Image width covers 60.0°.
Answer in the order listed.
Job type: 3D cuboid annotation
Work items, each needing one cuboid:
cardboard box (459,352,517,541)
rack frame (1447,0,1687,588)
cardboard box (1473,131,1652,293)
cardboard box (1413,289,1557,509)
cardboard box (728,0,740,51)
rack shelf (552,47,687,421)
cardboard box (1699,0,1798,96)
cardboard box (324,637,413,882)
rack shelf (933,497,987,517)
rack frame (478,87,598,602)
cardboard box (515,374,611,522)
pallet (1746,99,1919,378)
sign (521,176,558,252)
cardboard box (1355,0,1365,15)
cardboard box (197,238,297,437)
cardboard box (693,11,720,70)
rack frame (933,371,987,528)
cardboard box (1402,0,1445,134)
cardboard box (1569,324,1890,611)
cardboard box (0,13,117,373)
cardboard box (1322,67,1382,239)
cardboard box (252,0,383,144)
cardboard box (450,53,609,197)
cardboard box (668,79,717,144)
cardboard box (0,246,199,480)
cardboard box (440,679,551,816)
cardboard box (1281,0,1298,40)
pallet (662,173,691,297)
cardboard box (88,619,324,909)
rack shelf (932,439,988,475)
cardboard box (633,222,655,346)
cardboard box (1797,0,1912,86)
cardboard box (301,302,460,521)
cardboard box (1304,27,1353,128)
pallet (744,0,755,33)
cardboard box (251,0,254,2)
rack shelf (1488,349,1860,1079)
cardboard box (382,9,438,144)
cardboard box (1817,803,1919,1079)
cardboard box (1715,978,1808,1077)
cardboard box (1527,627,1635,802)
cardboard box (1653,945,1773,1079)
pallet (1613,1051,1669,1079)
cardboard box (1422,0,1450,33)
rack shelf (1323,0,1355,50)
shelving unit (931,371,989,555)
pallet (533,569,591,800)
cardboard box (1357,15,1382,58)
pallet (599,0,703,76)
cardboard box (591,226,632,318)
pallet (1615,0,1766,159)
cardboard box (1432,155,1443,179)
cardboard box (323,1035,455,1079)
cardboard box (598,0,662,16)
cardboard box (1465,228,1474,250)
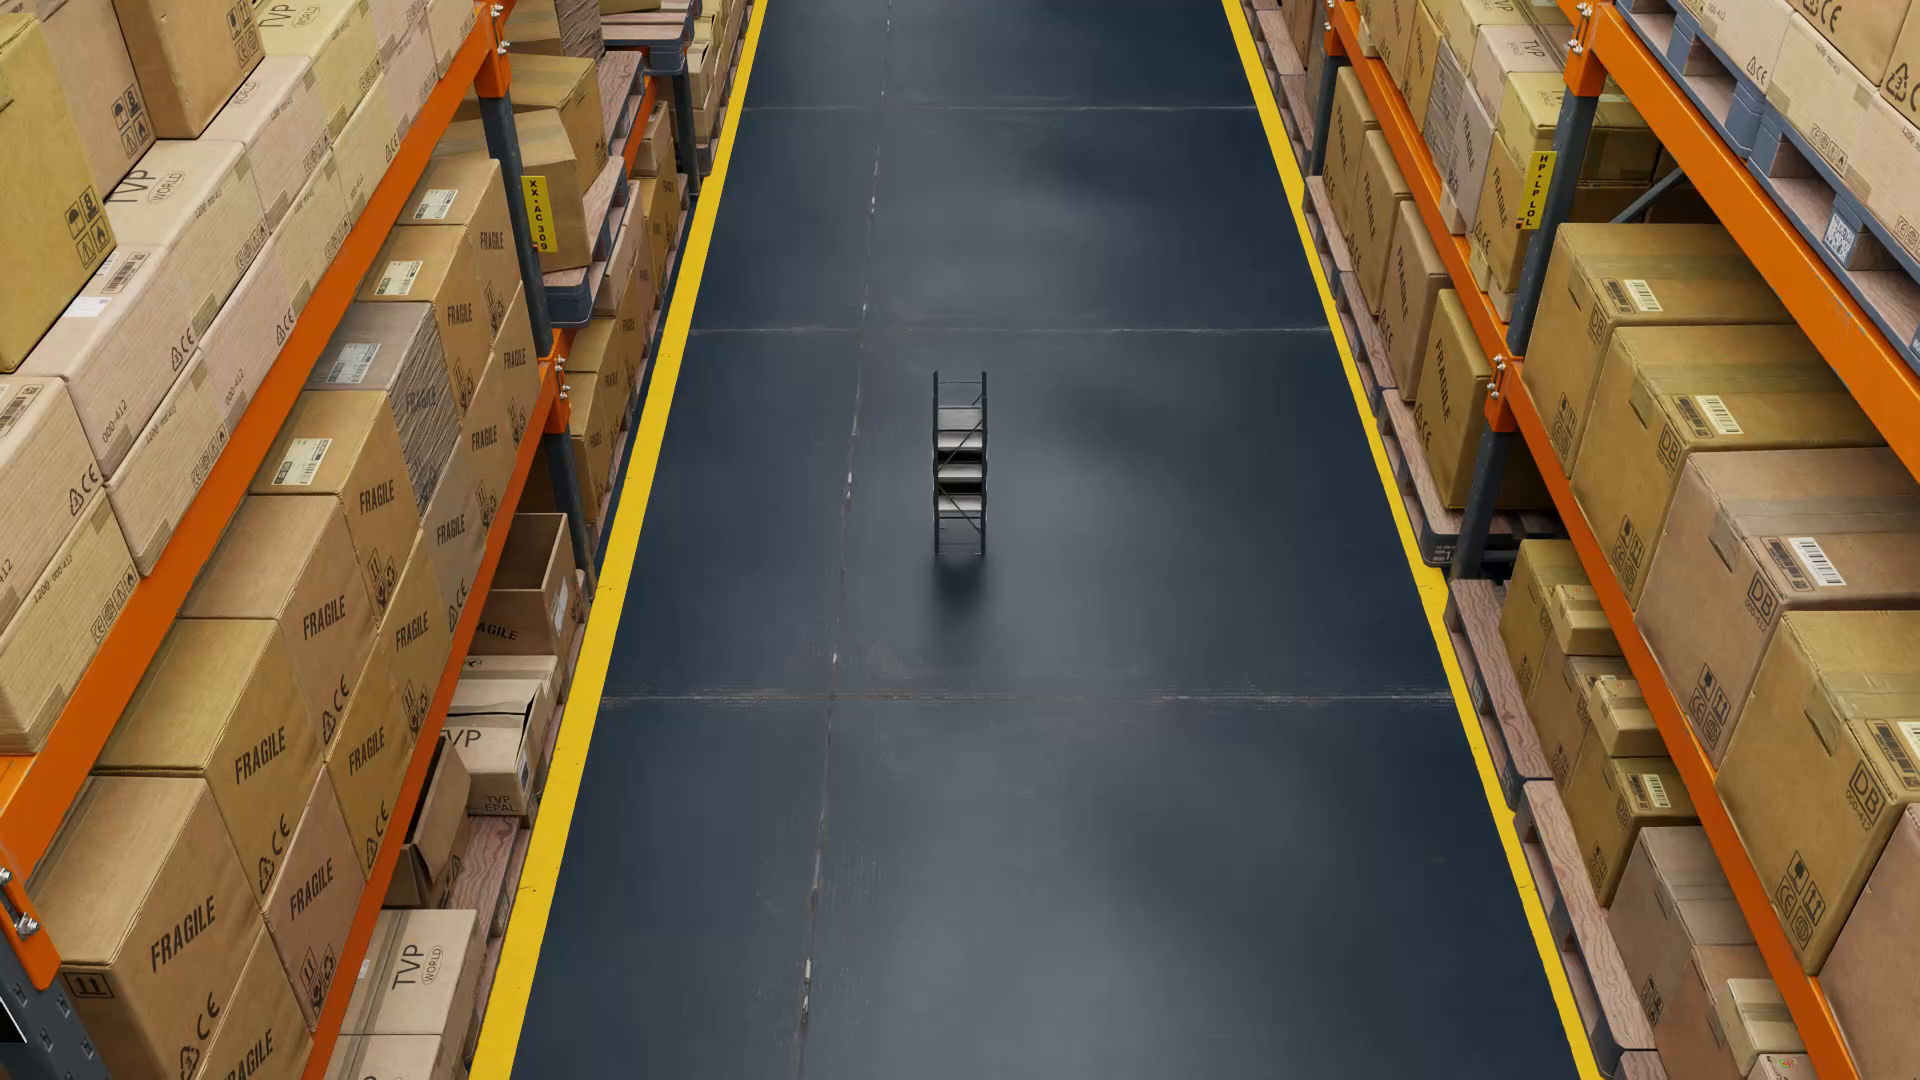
[{"bbox_3d":[-1.927,-0.331,5.930,0.500,0.500,0.500,1,39,1],"label":"cardboard box"},{"bbox_3d":[2.767,-0.933,6.761,1.000,3.000,0.127,0,39,0],"label":"rack frame"},{"bbox_3d":[2.515,-1.384,6.990,0.500,0.500,0.500,-1,39,-1],"label":"cardboard box"},{"bbox_3d":[2.637,-0.664,7.809,0.750,0.750,0.750,0,39,0],"label":"cardboard box"},{"bbox_3d":[-1.906,-3.807,12.210,0.500,0.250,0.500,1,39,1],"label":"cardboard box"},{"bbox_3d":[-2.189,-1.897,8.539,1.077,0.370,4.000,0,39,0],"label":"rack shelf"},{"bbox_3d":[2.491,-1.496,4.770,0.500,0.250,0.500,-1,39,-1],"label":"cardboard box"},{"bbox_3d":[-1.922,0.622,4.741,0.500,0.500,0.500,0,39,0],"label":"cardboard box"},{"bbox_3d":[0.000,-0.180,7.841,0.258,0.077,0.200,0,39,0],"label":"rack shelf"},{"bbox_3d":[-2.186,-0.927,6.753,1.000,3.000,0.127,0,39,0],"label":"rack frame"},{"bbox_3d":[-1.943,-0.426,7.775,0.500,0.500,0.500,-2,39,-2],"label":"cardboard box"},{"bbox_3d":[2.756,-0.796,4.262,1.003,0.211,1.213,0,39,0],"label":"pallet"},{"bbox_3d":[-1.644,-1.270,6.489,0.100,0.325,0.005,0,39,0],"label":"sign"},{"bbox_3d":[2.507,-3.293,9.372,0.500,0.500,0.500,1,39,1],"label":"cardboard box"},{"bbox_3d":[-1.918,-0.484,3.922,0.500,0.250,0.500,0,39,0],"label":"cardboard box"},{"bbox_3d":[-1.907,-3.394,11.247,0.500,0.311,0.500,-1,39,-1],"label":"cardboard box"},{"bbox_3d":[0.000,-0.410,7.787,0.240,0.900,0.006,0,39,0],"label":"rack frame"},{"bbox_3d":[2.507,-2.329,8.170,0.500,0.500,0.500,1,39,1],"label":"cardboard box"},{"bbox_3d":[2.747,-0.254,5.674,0.980,0.700,0.700,-1,39,-1],"label":"cardboard box"},{"bbox_3d":[-2.115,-0.659,3.141,0.700,0.500,0.500,0,39,0],"label":"cardboard box"},{"bbox_3d":[2.632,-2.299,9.849,0.750,0.750,0.750,-1,39,-1],"label":"cardboard box"},{"bbox_3d":[-1.919,-1.304,4.546,0.500,0.250,0.500,0,39,0],"label":"cardboard box"},{"bbox_3d":[-2.027,-1.856,7.497,0.700,0.500,0.500,6,39,7],"label":"cardboard box"},{"bbox_3d":[-1.898,-2.847,11.012,0.500,0.250,0.500,0,39,0],"label":"cardboard box"},{"bbox_3d":[-1.915,-0.366,3.376,0.500,0.250,0.500,0,39,0],"label":"cardboard box"},{"bbox_3d":[-1.901,0.776,6.427,0.500,0.311,0.500,0,39,0],"label":"cardboard box"},{"bbox_3d":[2.787,-4.029,12.272,0.700,0.500,0.500,0,39,0],"label":"cardboard box"},{"bbox_3d":[-2.228,-1.873,10.164,1.003,0.211,1.213,0,39,0],"label":"pallet"},{"bbox_3d":[-1.927,0.541,4.042,0.500,0.500,0.500,0,39,0],"label":"cardboard box"},{"bbox_3d":[0.000,-0.390,7.672,0.258,0.077,0.200,0,39,0],"label":"rack shelf"},{"bbox_3d":[-1.948,-1.388,8.976,0.500,0.500,0.500,-1,39,-2],"label":"cardboard box"},{"bbox_3d":[2.500,-1.464,4.129,0.500,0.500,0.500,0,39,0],"label":"cardboard box"},{"bbox_3d":[-1.923,-0.404,5.222,0.500,0.500,0.500,0,39,0],"label":"cardboard box"},{"bbox_3d":[2.710,-3.080,11.088,0.700,0.500,0.500,0,39,1],"label":"cardboard box"},{"bbox_3d":[-2.156,-4.381,13.293,1.003,0.211,1.213,0,39,0],"label":"pallet"},{"bbox_3d":[-2.282,-1.597,4.311,0.700,0.500,0.500,0,39,0],"label":"cardboard box"},{"bbox_3d":[2.770,0.599,5.425,1.077,0.370,4.000,0,39,0],"label":"rack shelf"},{"bbox_3d":[-1.930,-1.422,5.093,0.500,0.250,0.500,0,39,0],"label":"cardboard box"},{"bbox_3d":[2.761,1.133,3.943,0.980,0.700,0.700,2,39,2],"label":"cardboard box"},{"bbox_3d":[2.488,1.450,4.932,0.380,0.149,0.250,1,39,1],"label":"cardboard box"},{"bbox_3d":[2.663,0.661,6.435,0.700,0.500,0.500,0,39,-1],"label":"cardboard box"},{"bbox_3d":[2.670,1.630,5.226,0.700,0.500,0.500,0,39,0],"label":"cardboard box"},{"bbox_3d":[2.693,2.157,5.135,1.003,0.211,1.213,0,39,0],"label":"pallet"},{"bbox_3d":[2.518,-2.637,7.954,0.500,0.250,0.500,-1,39,-1],"label":"cardboard box"},{"bbox_3d":[2.760,-4.404,11.668,1.077,0.370,4.000,0,39,0],"label":"rack shelf"},{"bbox_3d":[0.000,-0.346,7.708,0.258,0.900,0.210,0,39,0],"label":"shelving unit"},{"bbox_3d":[-2.187,0.591,7.089,1.003,0.211,1.213,0,39,0],"label":"pallet"},{"bbox_3d":[2.439,-2.814,9.293,0.380,0.149,0.250,1,39,1],"label":"cardboard box"},{"bbox_3d":[-2.120,-2.929,9.406,1.213,0.211,1.003,0,39,0],"label":"pallet"},{"bbox_3d":[-1.944,-1.344,8.321,0.500,0.250,0.500,0,39,0],"label":"cardboard box"},{"bbox_3d":[2.758,-1.557,5.212,1.003,0.211,1.213,0,39,0],"label":"pallet"},{"bbox_3d":[2.526,-1.848,8.088,0.380,0.149,0.250,-1,39,-1],"label":"cardboard box"},{"bbox_3d":[-1.899,1.823,5.169,0.500,0.250,0.500,0,39,0],"label":"cardboard box"},{"bbox_3d":[-2.078,-3.237,9.221,0.700,0.500,0.500,-12,40,-15],"label":"cardboard box"},{"bbox_3d":[2.505,-1.373,7.495,0.380,0.149,0.250,1,39,1],"label":"cardboard box"}]
